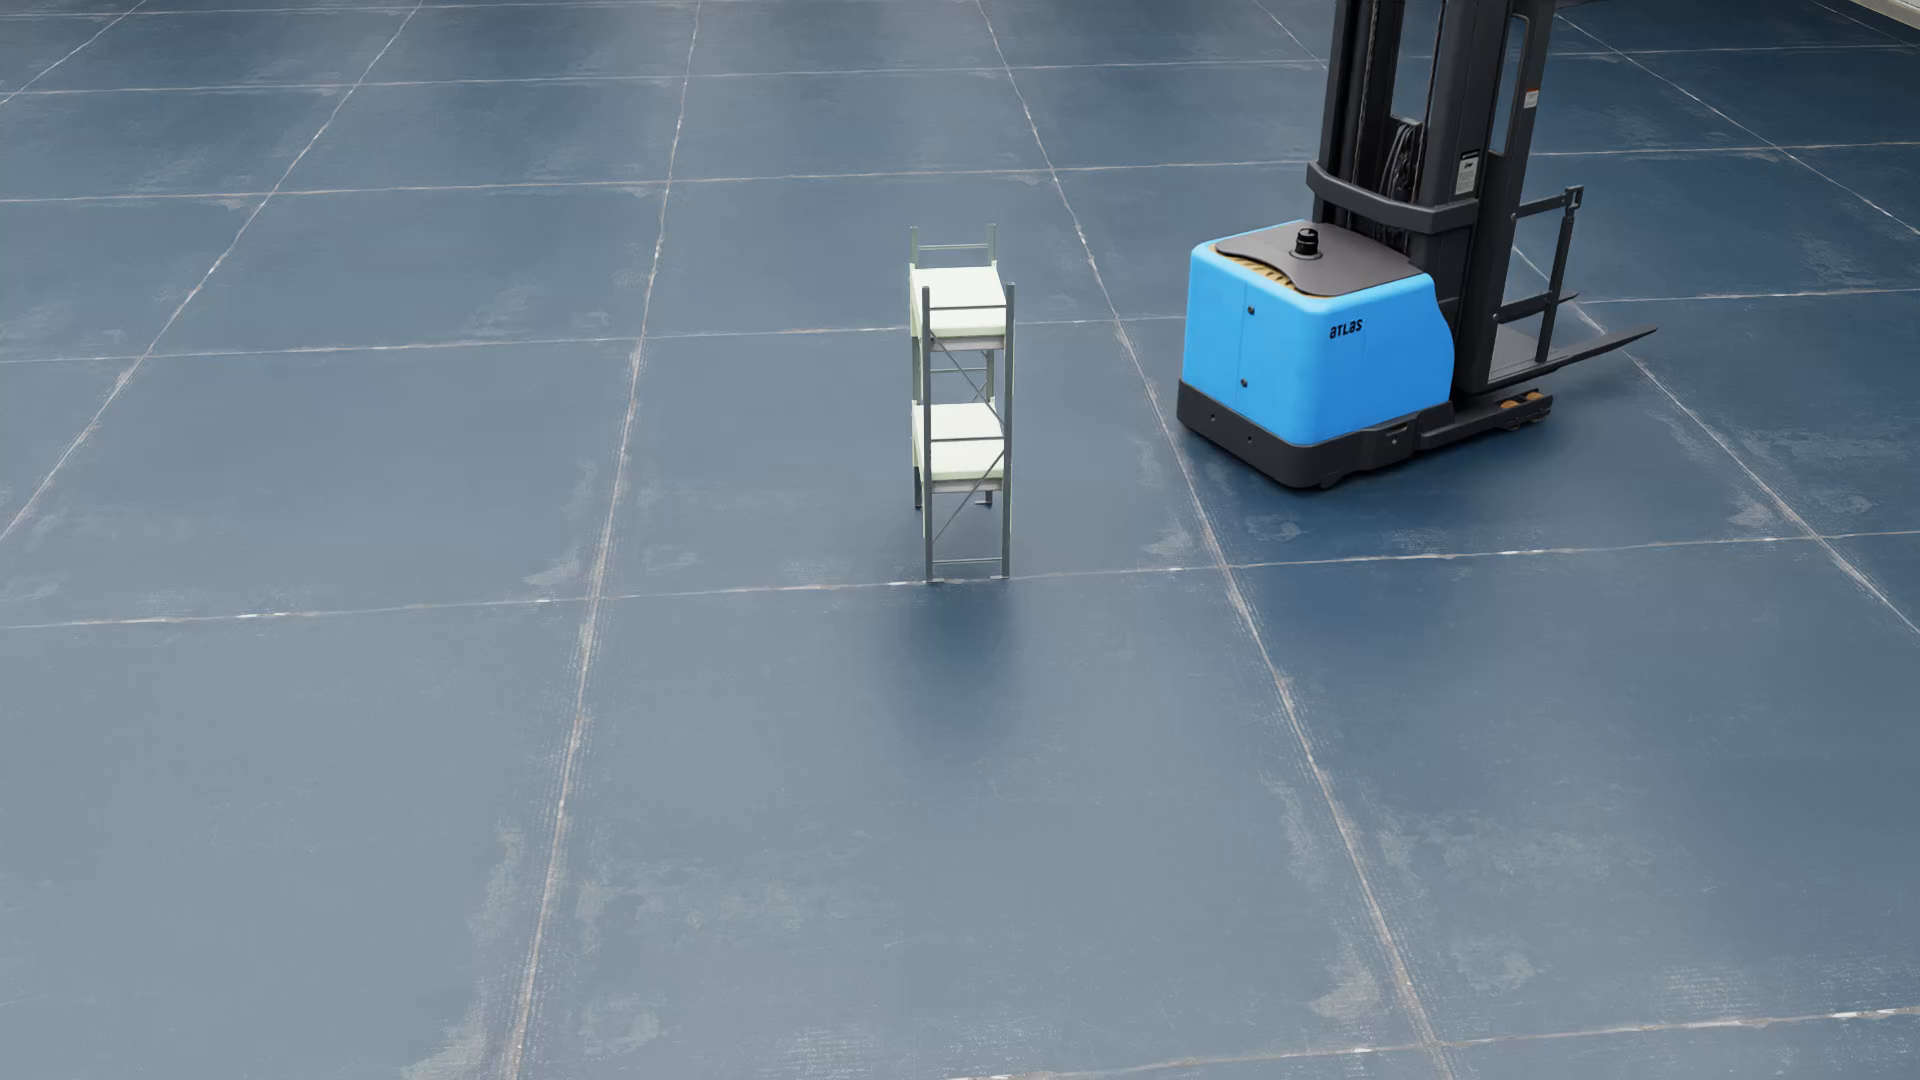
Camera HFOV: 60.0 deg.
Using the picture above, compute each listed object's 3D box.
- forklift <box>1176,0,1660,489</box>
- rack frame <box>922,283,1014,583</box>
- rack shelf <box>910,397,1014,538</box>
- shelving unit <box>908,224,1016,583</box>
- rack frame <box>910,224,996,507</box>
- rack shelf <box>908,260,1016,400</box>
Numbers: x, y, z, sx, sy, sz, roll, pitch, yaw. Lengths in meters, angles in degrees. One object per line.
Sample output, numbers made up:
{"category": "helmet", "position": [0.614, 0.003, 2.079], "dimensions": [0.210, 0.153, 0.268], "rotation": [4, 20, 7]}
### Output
{"category": "forklift", "position": [2.728, -2.080, 8.875], "dimensions": [3.031, 2.935, 1.130], "rotation": [-18, 35, -27]}
{"category": "rack frame", "position": [0.035, -0.454, 7.547], "dimensions": [0.400, 1.500, 0.023], "rotation": [-3, 31, -5]}
{"category": "rack shelf", "position": [0.001, -0.361, 8.027], "dimensions": [0.431, 0.370, 0.720], "rotation": [-3, 31, -5]}
{"category": "shelving unit", "position": [0.001, -0.640, 7.860], "dimensions": [0.431, 1.500, 0.755], "rotation": [-3, 31, -5]}
{"category": "rack frame", "position": [-0.034, -0.827, 8.173], "dimensions": [0.400, 1.500, 0.023], "rotation": [-3, 31, -5]}
{"category": "rack shelf", "position": [0.001, -0.976, 7.660], "dimensions": [0.431, 0.370, 0.720], "rotation": [-3, 31, -5]}
